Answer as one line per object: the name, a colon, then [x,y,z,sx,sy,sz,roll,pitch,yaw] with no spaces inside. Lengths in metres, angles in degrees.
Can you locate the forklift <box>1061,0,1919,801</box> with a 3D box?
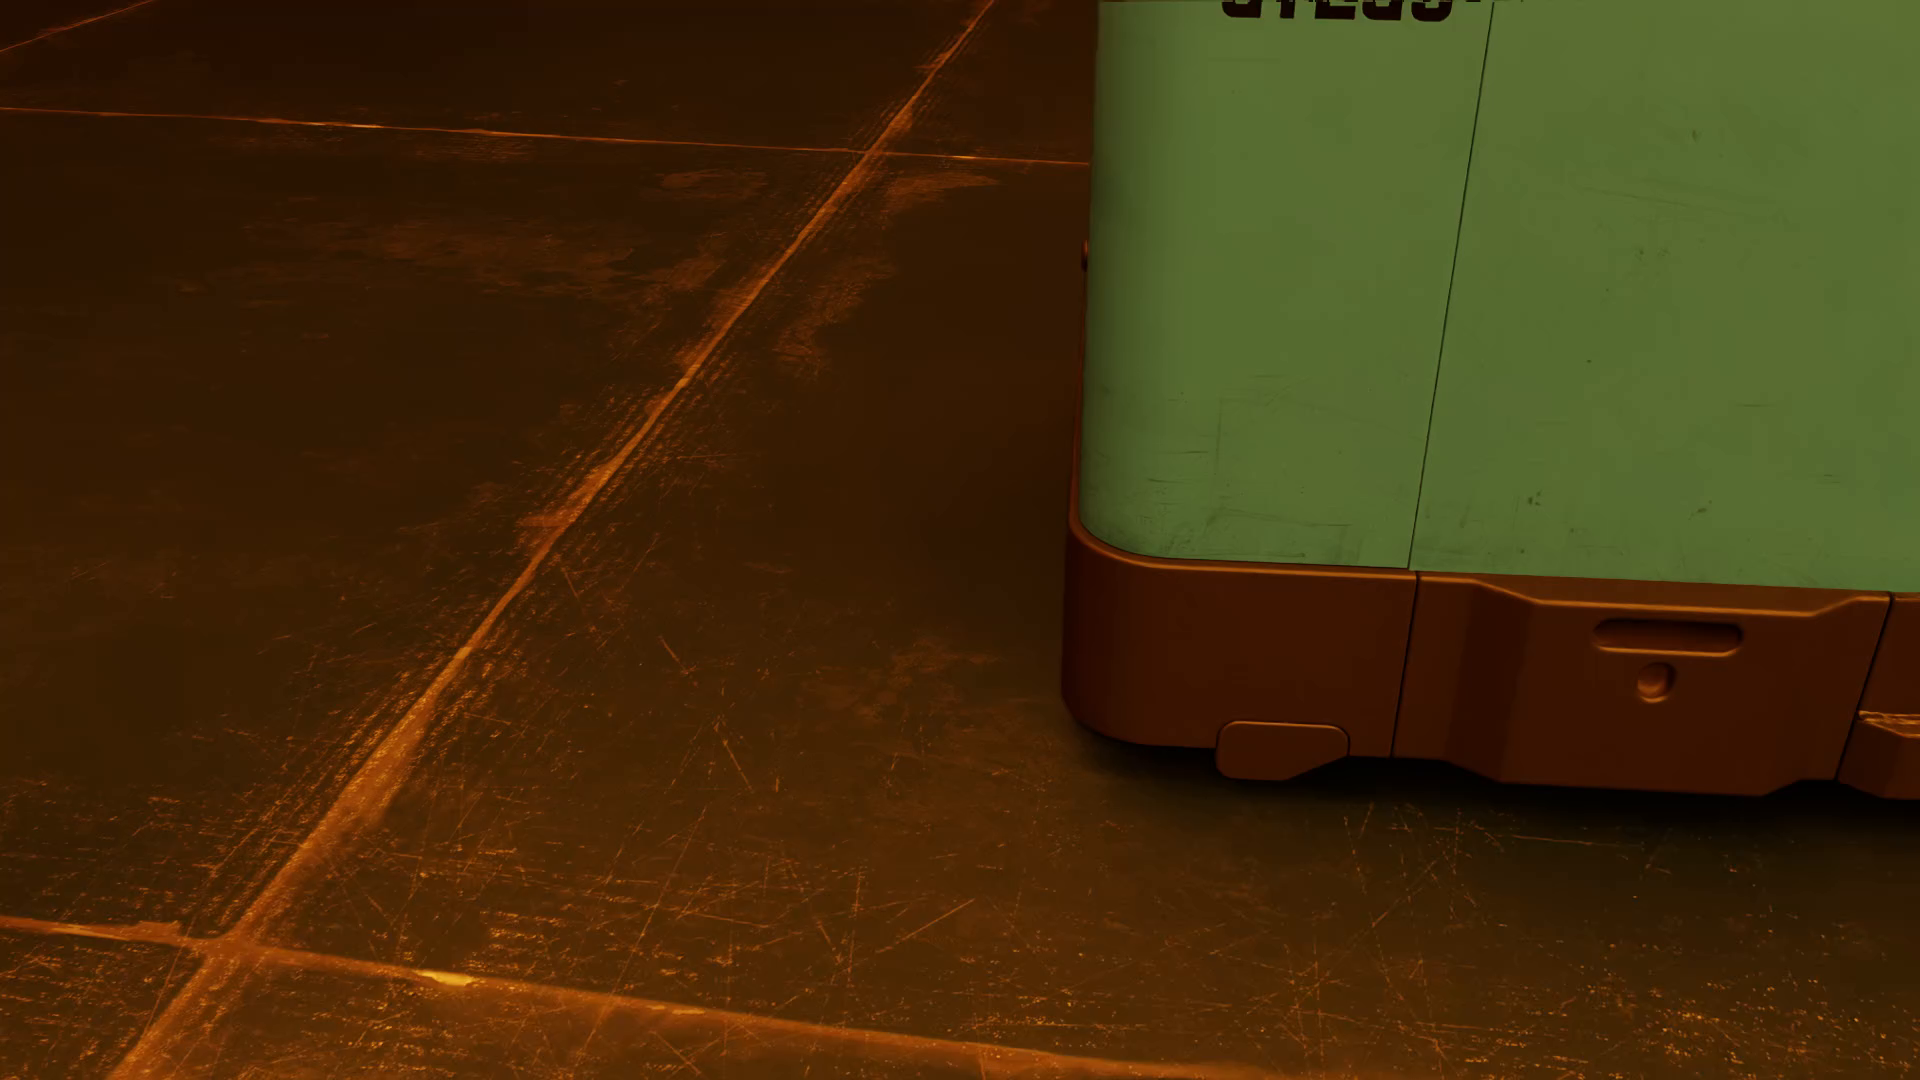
forklift: [1.670,-1.173,1.593,3.031,2.935,1.130,3,29,5]
